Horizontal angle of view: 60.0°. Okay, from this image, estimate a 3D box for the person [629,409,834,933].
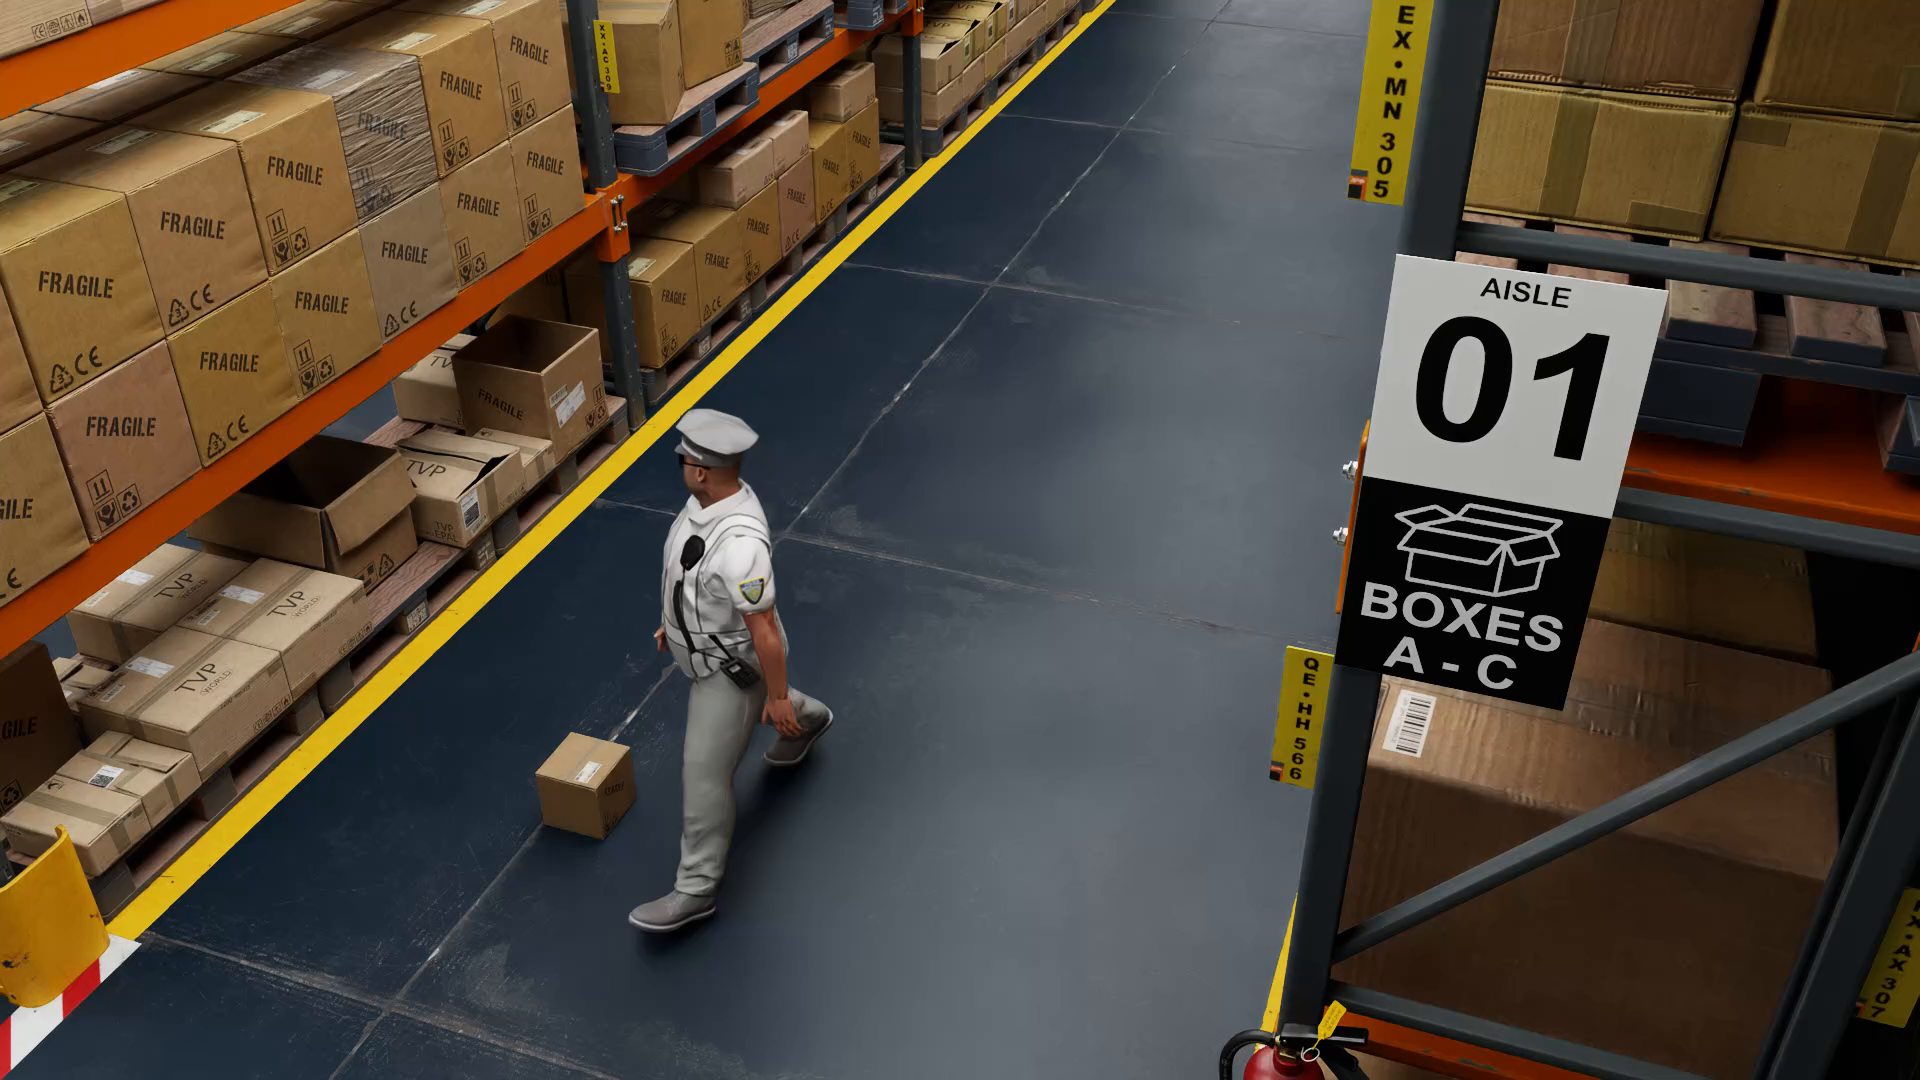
[{"bbox_3d":[-0.798,0.374,5.599,1.000,1.695,0.814,-14,36,-21],"label":"person"}]
